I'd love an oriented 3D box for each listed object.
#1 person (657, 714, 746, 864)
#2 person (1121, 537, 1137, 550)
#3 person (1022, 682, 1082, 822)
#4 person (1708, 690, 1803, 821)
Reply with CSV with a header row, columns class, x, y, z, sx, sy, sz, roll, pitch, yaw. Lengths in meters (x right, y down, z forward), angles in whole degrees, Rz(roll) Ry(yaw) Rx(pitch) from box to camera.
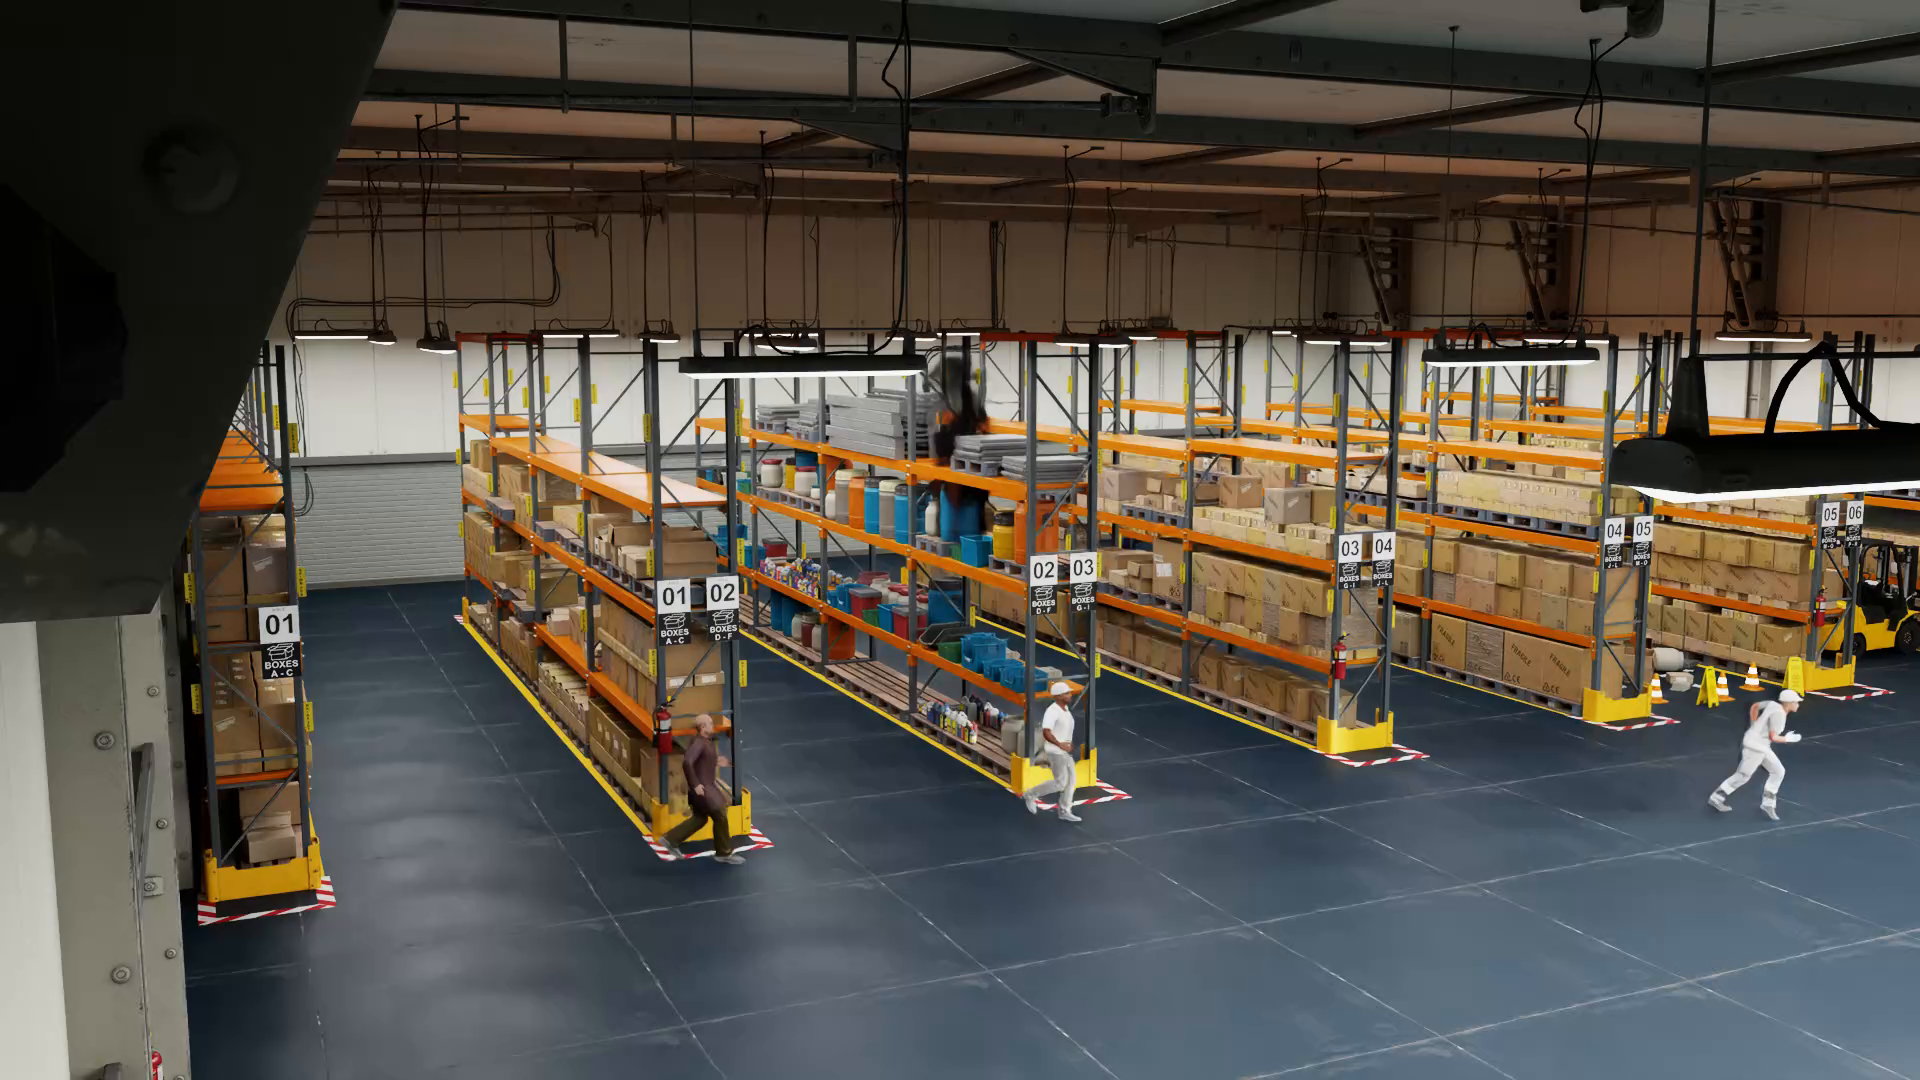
class,x,y,z,sx,sy,sz,roll,pitch,yaw
person,-2.992,2.887,19.164,1.003,1.787,0.746,-2,8,-14
person,4.254,-0.084,41.798,0.548,1.593,0.666,2,8,14
person,1.205,2.657,21.033,0.766,1.732,0.743,2,8,16
person,10.045,2.704,21.015,1.019,1.721,0.705,3,8,21
